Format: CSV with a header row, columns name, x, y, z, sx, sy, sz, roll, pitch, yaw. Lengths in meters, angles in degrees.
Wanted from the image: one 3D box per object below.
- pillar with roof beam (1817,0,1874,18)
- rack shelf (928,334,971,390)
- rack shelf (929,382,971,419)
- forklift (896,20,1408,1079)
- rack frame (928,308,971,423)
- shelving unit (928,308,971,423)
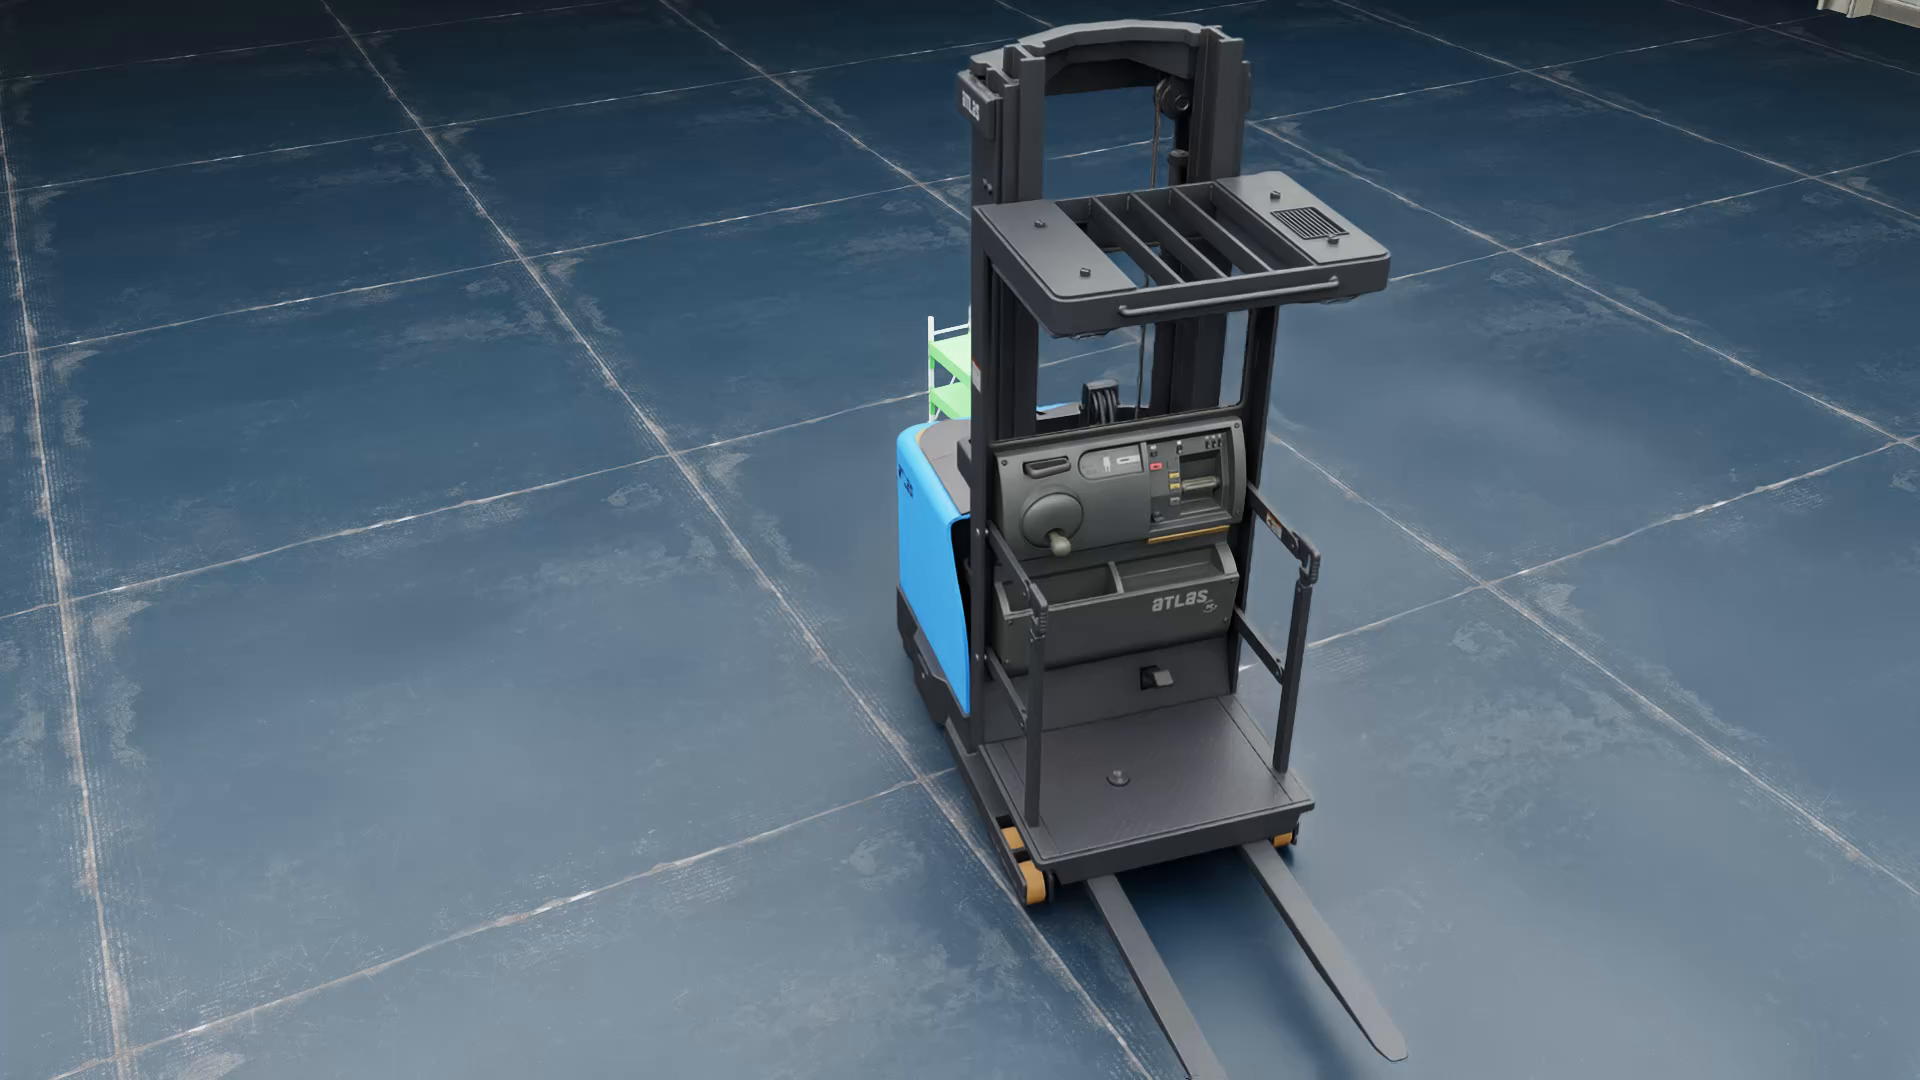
name,x,y,z,sx,sy,sz,roll,pitch,yaw
pillar with roof beam,4.899,-7.915,12.263,9.100,9.000,0.400,-16,36,-23
rack shelf,0.077,-0.777,7.579,0.258,0.148,0.480,-16,36,-23
rack shelf,0.077,-0.574,7.708,0.258,0.148,0.480,-16,36,-23
forklift,0.648,-0.130,5.736,1.130,2.935,3.031,-10,34,-15
rack frame,-0.037,-0.543,7.985,0.240,1.200,0.015,-16,36,-23
shelving unit,0.077,-0.426,7.803,0.258,1.200,0.503,-16,36,-23
